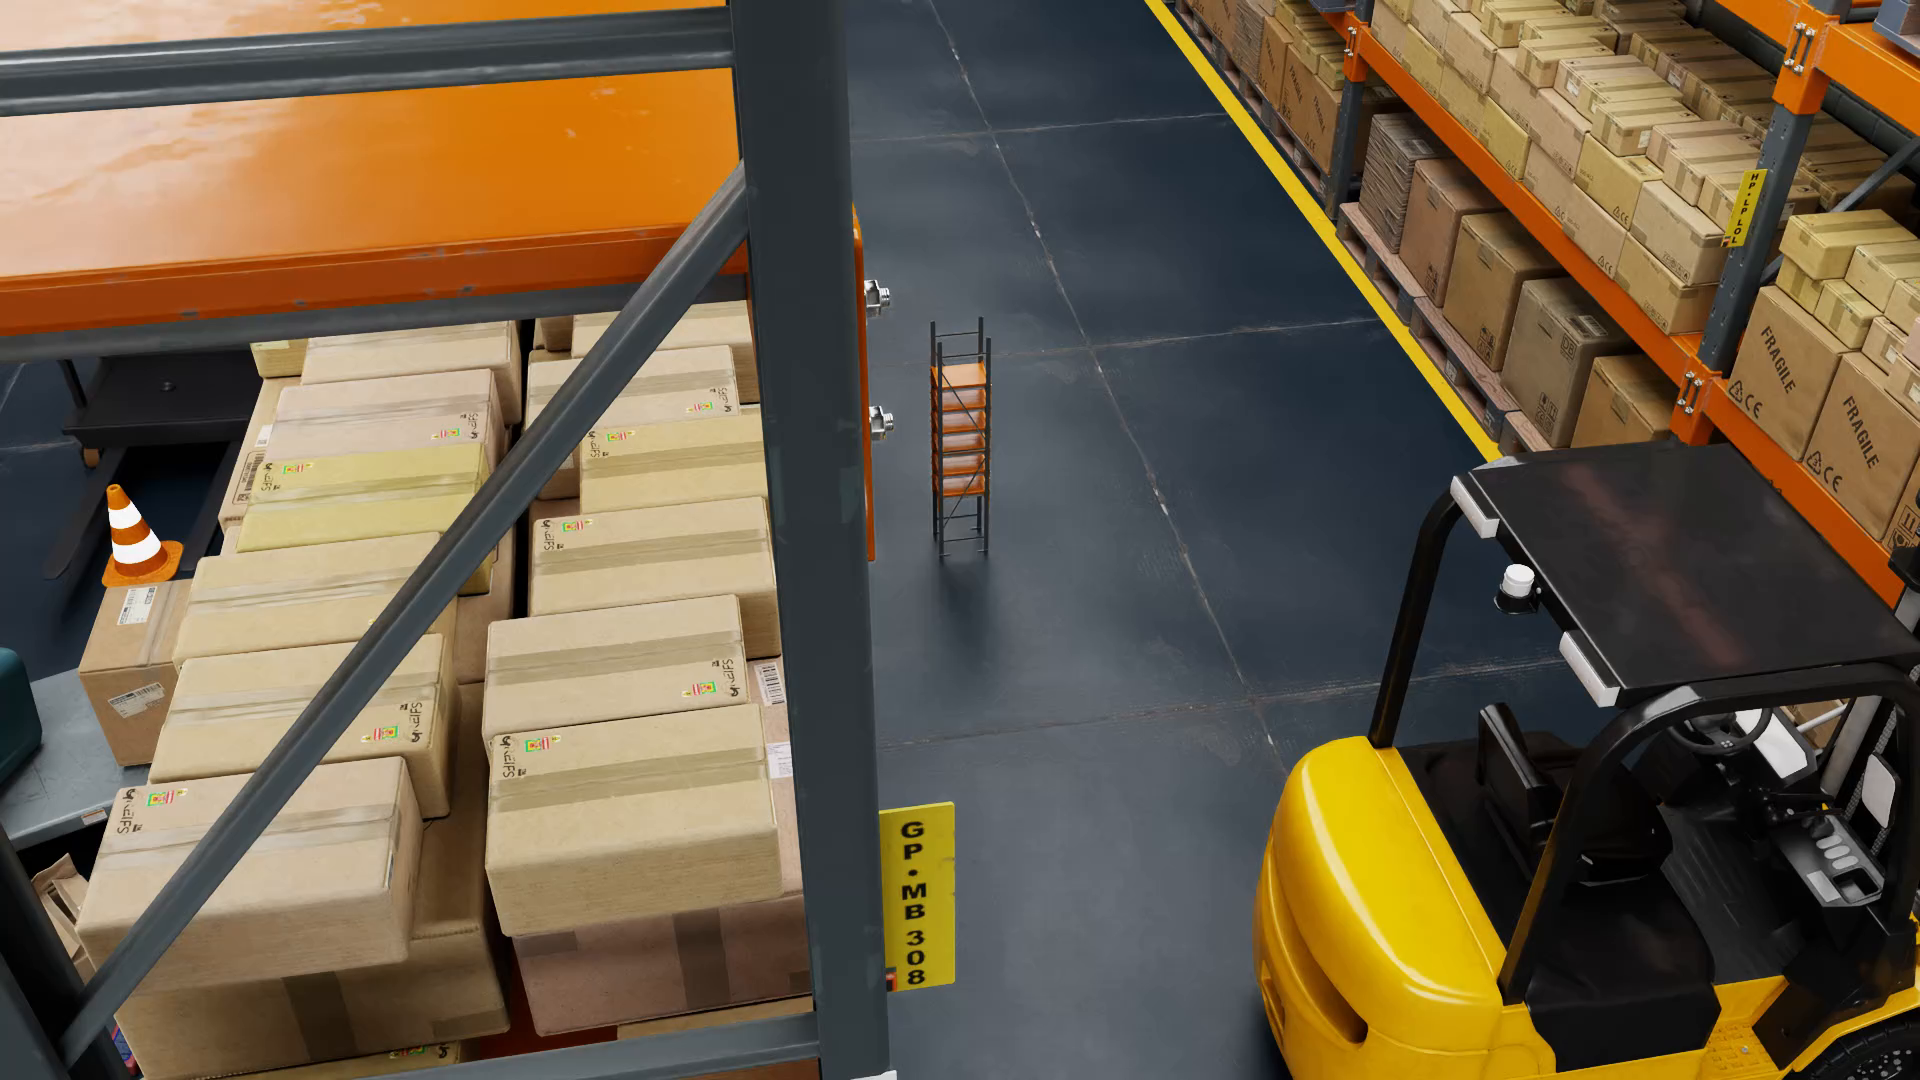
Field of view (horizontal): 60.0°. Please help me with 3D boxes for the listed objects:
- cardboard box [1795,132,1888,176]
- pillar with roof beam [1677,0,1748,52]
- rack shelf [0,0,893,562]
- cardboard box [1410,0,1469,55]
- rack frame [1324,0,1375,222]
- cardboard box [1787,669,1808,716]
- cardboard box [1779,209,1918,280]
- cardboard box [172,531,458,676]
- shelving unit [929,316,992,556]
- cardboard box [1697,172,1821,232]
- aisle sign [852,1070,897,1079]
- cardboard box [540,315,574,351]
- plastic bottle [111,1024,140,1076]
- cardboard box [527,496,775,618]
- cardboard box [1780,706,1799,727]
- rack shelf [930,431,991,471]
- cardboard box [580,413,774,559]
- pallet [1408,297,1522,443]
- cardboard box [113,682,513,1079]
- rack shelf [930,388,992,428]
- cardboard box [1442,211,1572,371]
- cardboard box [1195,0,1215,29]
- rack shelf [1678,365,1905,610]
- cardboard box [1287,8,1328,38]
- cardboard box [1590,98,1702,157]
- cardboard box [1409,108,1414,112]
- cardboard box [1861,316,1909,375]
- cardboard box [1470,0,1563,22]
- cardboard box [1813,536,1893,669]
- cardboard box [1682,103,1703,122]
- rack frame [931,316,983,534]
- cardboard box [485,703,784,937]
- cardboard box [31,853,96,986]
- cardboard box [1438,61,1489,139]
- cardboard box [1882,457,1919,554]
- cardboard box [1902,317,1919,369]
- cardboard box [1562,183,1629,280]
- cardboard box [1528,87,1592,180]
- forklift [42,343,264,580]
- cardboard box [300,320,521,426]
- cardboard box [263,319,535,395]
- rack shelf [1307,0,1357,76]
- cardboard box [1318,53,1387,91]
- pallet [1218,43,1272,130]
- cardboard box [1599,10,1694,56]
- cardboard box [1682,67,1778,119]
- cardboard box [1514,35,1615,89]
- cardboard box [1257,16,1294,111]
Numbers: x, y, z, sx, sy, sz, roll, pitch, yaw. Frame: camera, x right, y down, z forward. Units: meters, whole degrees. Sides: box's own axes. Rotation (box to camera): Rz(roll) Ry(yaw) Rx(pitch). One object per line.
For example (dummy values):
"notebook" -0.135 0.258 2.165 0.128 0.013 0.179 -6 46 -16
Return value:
"cardboard box" 3.749 -1.629 7.192 0.380 0.149 0.250 -7 38 -9
"pillar with roof beam" -0.229 -4.562 6.687 9.100 9.000 0.400 -6 38 -8
"rack shelf" -0.941 -1.270 3.039 1.077 0.370 4.000 -6 38 -8
"cardboard box" 2.817 -2.888 9.137 0.500 0.250 0.500 -5 38 -7
"rack frame" 2.894 -3.347 10.013 1.000 3.000 0.127 -6 38 -8
"cardboard box" 3.466 0.421 6.654 0.500 0.250 0.500 -6 38 -8
"cardboard box" 3.359 -1.119 6.293 0.380 0.149 0.250 -5 38 -7
"cardboard box" -1.010 0.137 2.639 0.380 0.149 0.250 -7 38 -8
"shelving unit" 0.003 -0.465 7.771 0.258 1.200 0.189 -6 38 -8
"cardboard box" 3.316 -1.409 6.908 0.380 0.149 0.250 -5 38 -6
"aisle sign" -0.274 0.999 2.300 0.394 0.787 0.004 -6 38 -8
"cardboard box" -0.687 -0.538 3.507 0.380 0.149 0.250 -5 38 -7
"plastic bottle" -2.911 1.747 5.851 0.133 0.061 0.283 0 38 0
"cardboard box" -0.495 0.141 2.958 0.500 0.250 0.500 -7 38 -9
"cardboard box" 3.458 0.622 6.803 0.500 0.250 0.500 -7 38 -9
"rack shelf" 0.003 -0.430 7.798 0.258 0.103 0.180 -6 38 -8
"cardboard box" -0.465 -0.083 2.922 0.380 0.149 0.250 -6 38 -8
"pallet" 3.210 -1.009 9.276 1.003 0.211 1.213 -6 38 -8
"cardboard box" -0.945 0.499 2.498 0.500 0.250 0.500 -7 38 -9
"rack shelf" 0.003 -0.620 7.651 0.258 0.103 0.180 -6 38 -8
"cardboard box" 3.230 -1.396 9.095 0.875 0.625 0.625 -8 39 -10
"cardboard box" 2.159 -4.304 12.941 0.500 0.500 0.500 -7 38 -9
"rack shelf" 3.945 0.561 5.569 1.077 0.370 4.000 -6 38 -8
"cardboard box" 2.475 -3.542 11.431 0.380 0.149 0.250 -5 38 -7
"cardboard box" 3.086 -1.861 7.490 0.380 0.149 0.250 -7 38 -9
"cardboard box" 3.096 -2.810 11.017 0.500 0.500 0.500 -5 38 -6
"cardboard box" 3.512 -0.695 5.989 0.380 0.149 0.250 -6 38 -8
"cardboard box" 2.910 -2.799 8.698 0.380 0.149 0.250 -6 38 -7
"cardboard box" 3.450 0.230 6.492 0.500 0.250 0.500 -6 38 -8
"cardboard box" 3.601 -2.019 8.018 0.500 0.250 0.500 -7 38 -9
"rack frame" -0.013 -0.520 7.842 0.240 1.200 0.006 -6 38 -8
"cardboard box" -0.452 0.385 2.320 0.380 0.149 0.250 -6 38 -8
"cardboard box" -3.262 1.408 6.121 0.396 0.266 0.258 27 45 30
"cardboard box" 2.911 -2.378 8.889 0.500 0.250 0.500 -7 38 -9
"cardboard box" 3.613 -0.055 5.695 0.500 0.500 0.500 -7 38 -8
"cardboard box" 3.491 -0.651 5.691 0.380 0.149 0.250 -5 38 -7
"cardboard box" 3.155 -1.451 7.694 0.500 0.250 0.500 -6 38 -8
"cardboard box" 3.076 -1.957 7.939 0.500 0.250 0.500 -6 38 -7
"forklift" -3.992 -1.748 8.010 1.130 2.935 3.031 -4 38 -5
"cardboard box" -1.060 -0.331 3.241 0.380 0.149 0.250 -7 38 -9
"cardboard box" -1.218 -0.423 3.684 0.500 0.250 0.500 -6 38 -8
"rack shelf" 2.543 -4.271 11.788 1.077 0.370 4.000 -6 38 -8
"cardboard box" 2.558 -3.053 10.801 0.380 0.149 0.250 -8 39 -10
"pallet" 2.589 -3.436 12.400 1.003 0.211 1.213 -6 38 -8
"cardboard box" 3.438 -2.542 8.367 0.380 0.149 0.250 -5 38 -7
"cardboard box" 3.622 -2.085 7.779 0.380 0.149 0.250 -6 38 -8
"cardboard box" 2.940 -2.329 8.093 0.380 0.149 0.250 -7 38 -9
"cardboard box" 2.436 -3.377 11.747 0.500 0.500 0.500 -5 38 -6
